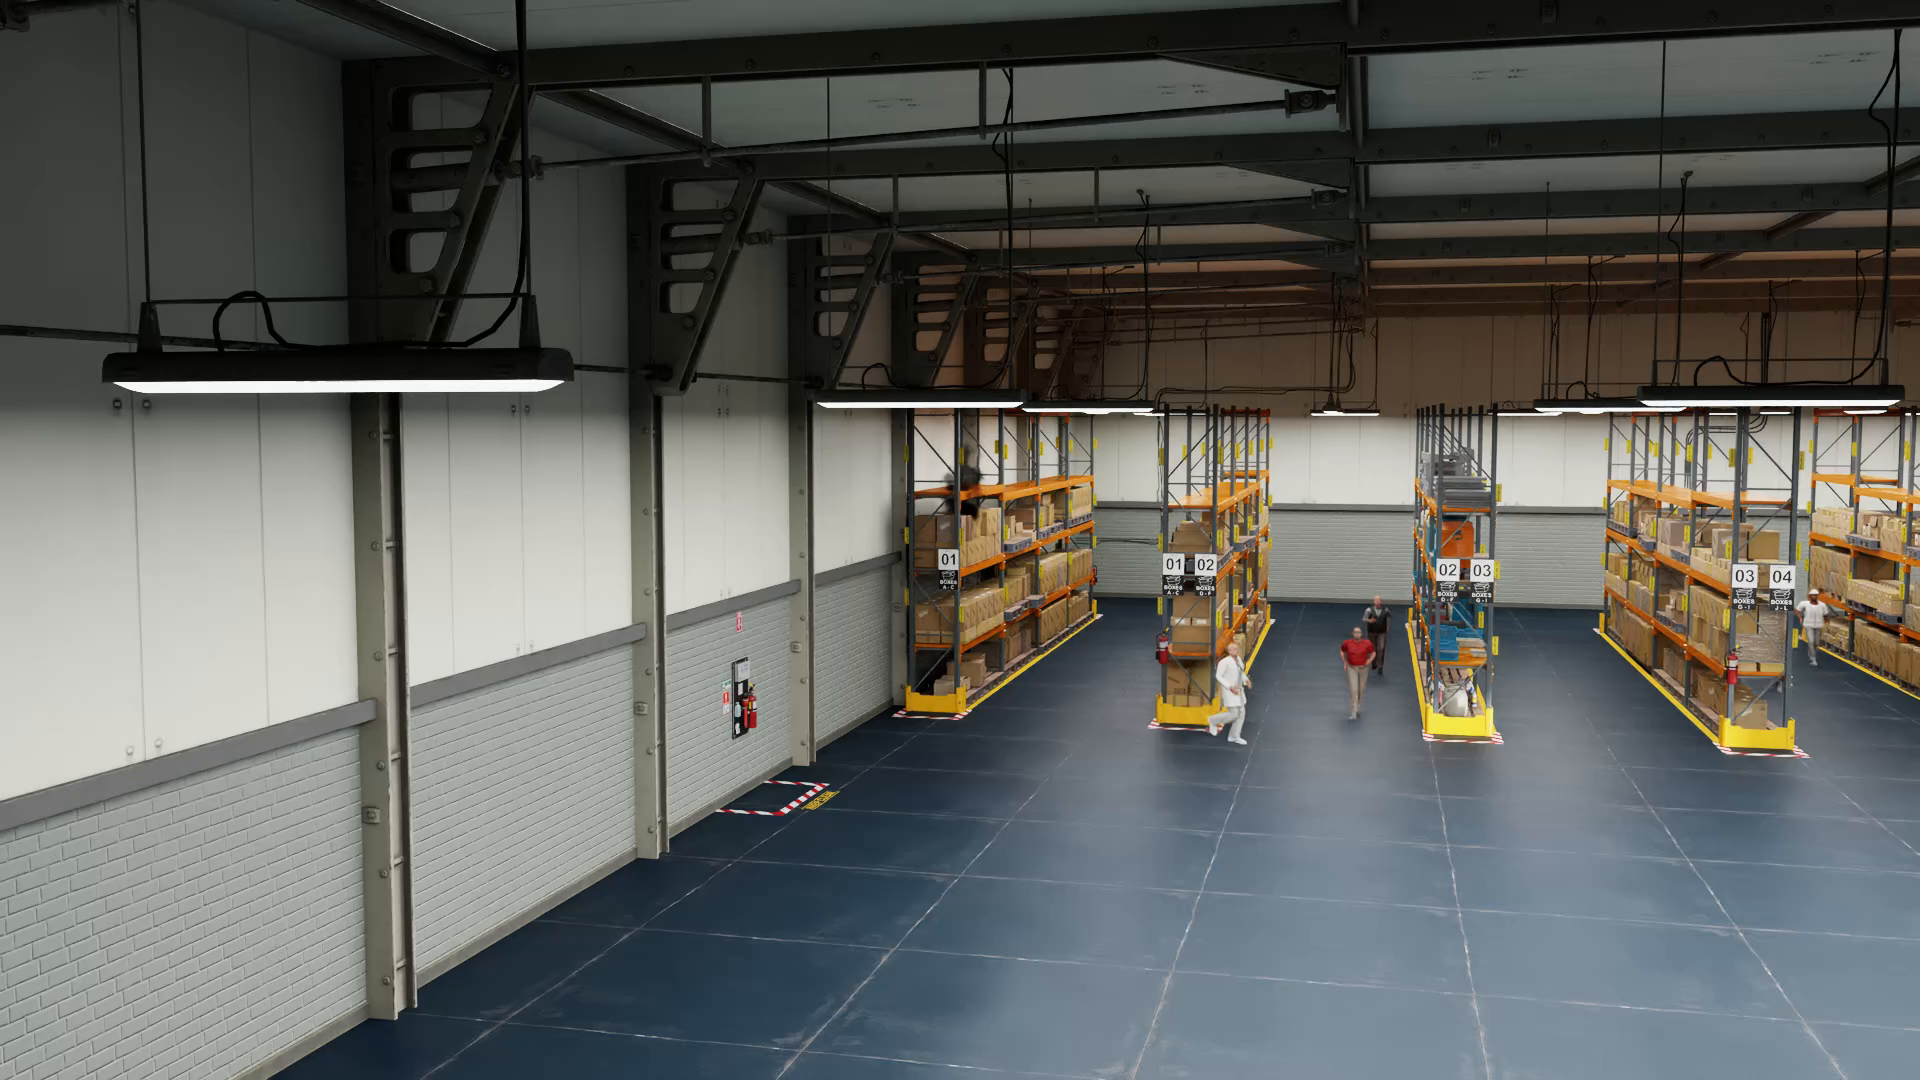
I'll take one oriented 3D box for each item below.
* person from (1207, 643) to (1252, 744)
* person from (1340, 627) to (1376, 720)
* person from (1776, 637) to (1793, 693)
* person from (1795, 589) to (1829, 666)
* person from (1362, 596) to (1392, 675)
[{"bbox_3d":[4.768,2.689,29.315,0.712,1.759,0.735,-4,6,-44],"label":"person"},{"bbox_3d":[7.647,2.534,31.963,0.657,1.760,0.849,0,4,5],"label":"person"},{"bbox_3d":[17.315,2.346,35.091,0.576,1.686,0.635,1,4,17],"label":"person"},{"bbox_3d":[19.925,2.030,38.864,0.700,1.762,0.839,1,4,12],"label":"person"},{"bbox_3d":[9.359,2.109,37.307,0.656,1.711,0.939,1,4,12],"label":"person"}]
